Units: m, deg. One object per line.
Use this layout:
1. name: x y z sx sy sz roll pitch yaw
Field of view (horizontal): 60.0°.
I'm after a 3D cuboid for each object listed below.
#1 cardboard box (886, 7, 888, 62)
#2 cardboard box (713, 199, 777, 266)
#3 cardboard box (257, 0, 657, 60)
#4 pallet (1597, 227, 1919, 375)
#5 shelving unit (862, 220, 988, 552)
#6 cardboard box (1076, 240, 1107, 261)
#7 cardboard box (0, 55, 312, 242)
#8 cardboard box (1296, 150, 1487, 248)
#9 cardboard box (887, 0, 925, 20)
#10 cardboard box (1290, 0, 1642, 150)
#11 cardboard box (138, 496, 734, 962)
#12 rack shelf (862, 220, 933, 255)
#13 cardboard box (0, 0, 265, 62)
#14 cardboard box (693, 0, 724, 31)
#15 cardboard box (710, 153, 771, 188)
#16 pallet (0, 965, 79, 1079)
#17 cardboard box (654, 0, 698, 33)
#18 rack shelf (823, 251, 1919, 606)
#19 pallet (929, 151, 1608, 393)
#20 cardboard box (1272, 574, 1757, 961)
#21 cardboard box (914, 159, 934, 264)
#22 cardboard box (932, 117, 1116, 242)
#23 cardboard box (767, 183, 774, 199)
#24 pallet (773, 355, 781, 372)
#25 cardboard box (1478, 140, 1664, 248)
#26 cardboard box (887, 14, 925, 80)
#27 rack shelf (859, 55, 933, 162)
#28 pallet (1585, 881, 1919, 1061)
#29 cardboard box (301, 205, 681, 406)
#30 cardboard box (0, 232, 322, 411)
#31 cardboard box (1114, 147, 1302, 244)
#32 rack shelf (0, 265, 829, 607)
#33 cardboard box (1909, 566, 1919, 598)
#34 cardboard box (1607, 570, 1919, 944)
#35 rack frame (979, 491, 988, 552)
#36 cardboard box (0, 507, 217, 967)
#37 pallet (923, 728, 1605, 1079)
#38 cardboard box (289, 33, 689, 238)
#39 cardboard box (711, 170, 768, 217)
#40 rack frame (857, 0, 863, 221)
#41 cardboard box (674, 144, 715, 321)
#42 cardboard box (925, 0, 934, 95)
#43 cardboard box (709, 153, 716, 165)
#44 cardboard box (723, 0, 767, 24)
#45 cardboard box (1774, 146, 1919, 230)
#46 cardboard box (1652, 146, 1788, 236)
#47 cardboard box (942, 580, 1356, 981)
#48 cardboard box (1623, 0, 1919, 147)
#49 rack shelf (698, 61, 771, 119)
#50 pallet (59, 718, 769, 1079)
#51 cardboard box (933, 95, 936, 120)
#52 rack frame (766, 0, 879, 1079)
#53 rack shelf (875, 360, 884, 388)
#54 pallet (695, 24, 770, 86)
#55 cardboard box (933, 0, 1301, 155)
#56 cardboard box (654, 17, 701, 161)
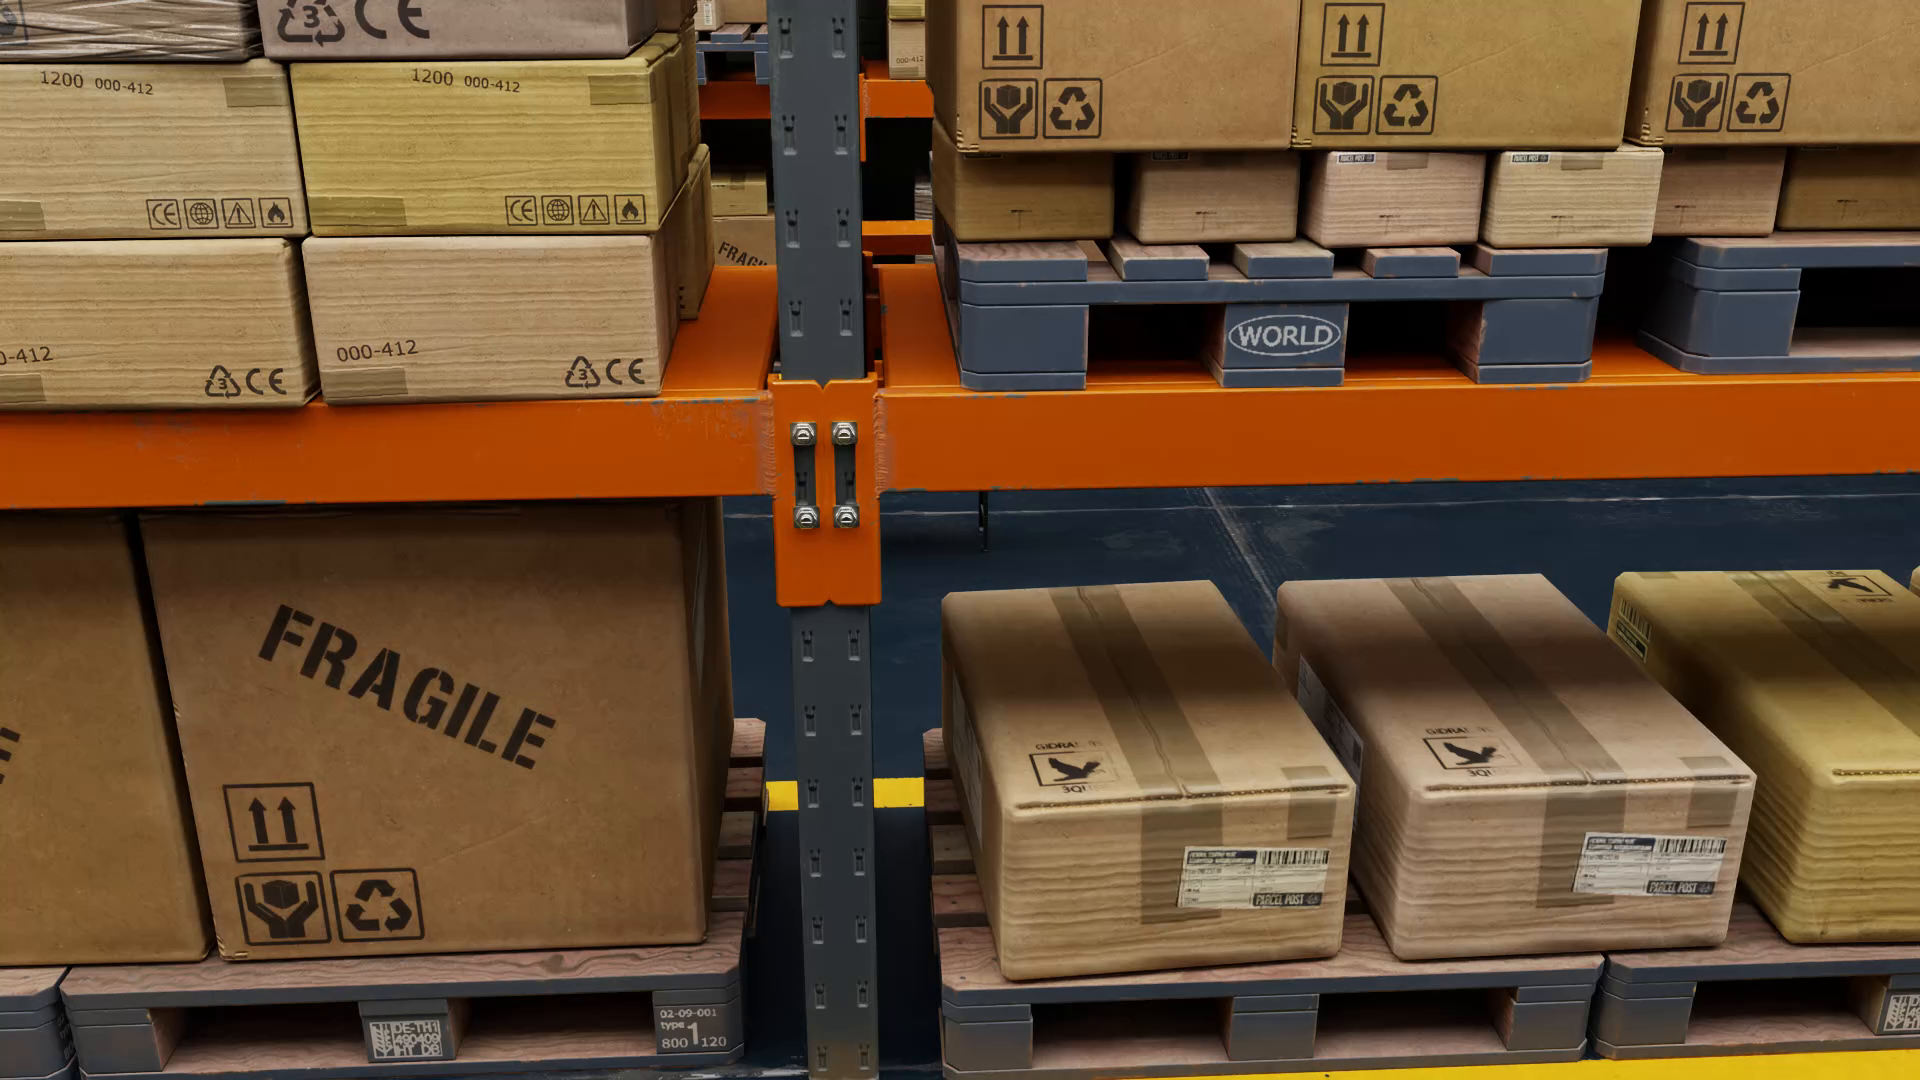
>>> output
1. cardboard box: -0.091 -2.378 7.863 0.500 0.250 0.500 -2 21 -4
2. cardboard box: -0.935 -1.292 7.721 0.500 0.500 0.500 -1 21 -1
3. cardboard box: -0.740 -0.996 2.476 0.500 0.500 0.500 -2 21 -5
4. pallet: 1.736 -0.551 3.121 1.213 0.211 1.003 -1 21 -3
5. shelving unit: -0.165 -0.557 5.399 0.503 1.200 0.258 -1 21 -3
6. cardboard box: 0.750 -1.459 7.984 0.625 0.625 0.875 0 21 -1
7. cardboard box: -1.219 -0.637 2.587 0.500 0.250 0.500 -2 21 -4
8. cardboard box: 0.657 -0.588 2.712 0.250 0.149 0.380 -3 21 -7
9. cardboard box: -0.067 -2.425 7.284 0.500 0.250 0.500 -1 21 -3
10. cardboard box: 0.744 -0.907 2.640 0.500 0.500 0.500 0 21 0
11. cardboard box: -0.933 0.196 3.287 0.875 0.875 0.875 -1 21 -4
12. rack shelf: -0.165 -0.925 5.259 0.480 0.148 0.258 -1 21 -3
13. cardboard box: -1.251 -0.983 2.440 0.500 0.500 0.500 -1 21 -2
14. cardboard box: -1.159 -2.278 7.151 0.250 0.149 0.380 -1 21 -2
15. cardboard box: -1.064 -1.780 8.092 0.250 0.149 0.380 0 21 0
16. pallet: -2.245 0.731 3.405 1.213 0.211 1.003 -1 21 -3
17. cardboard box: -0.745 -1.176 2.949 0.500 0.500 0.500 -2 21 -5
18. rack shelf: 1.758 -0.290 3.178 4.000 0.370 1.077 -1 21 -3
19. pallet: 0.467 -0.548 3.114 1.003 0.211 1.213 -1 21 -3
20. cardboard box: 1.062 0.421 3.403 0.625 0.372 0.950 -2 21 -4
21. cardboard box: 0.098 -1.443 7.942 0.625 0.625 0.875 -1 21 -1
22. cardboard box: 0.097 -0.605 2.757 0.250 0.149 0.380 -2 21 -6
23. cardboard box: -0.962 -1.468 8.183 0.500 0.500 0.500 0 21 -1
24. pallet: -1.273 -1.044 8.066 1.213 0.211 1.003 -1 21 -3
25. cardboard box: 0.932 -0.586 2.707 0.250 0.149 0.380 -1 21 -3
26. cardboard box: -0.069 -2.201 7.396 0.500 0.250 0.500 -1 21 -3
27. rack shelf: 1.471 -2.053 7.809 4.000 0.370 1.077 -1 21 -3
28. pallet: 1.757 0.679 3.542 1.213 0.211 1.003 -1 21 -3
29. cardboard box: -0.728 -0.413 2.700 0.500 0.250 0.500 -2 21 -5
30. cardboard box: -1.238 -0.397 2.658 0.500 0.250 0.500 -1 21 -2
31. cardboard box: 0.381 -0.599 2.740 0.250 0.149 0.380 -2 21 -6
32. rack shelf: -2.235 -0.209 2.964 4.000 0.370 1.077 -1 21 -3
33. cardboard box: 2.514 0.392 3.477 0.625 0.372 0.950 0 21 0
34. cardboard box: 1.820 0.407 3.439 0.625 0.372 0.950 0 21 -1
35. rack frame: 0.078 -0.562 5.412 0.015 1.200 0.240 -1 21 -3
36. cardboard box: -1.823 0.212 3.243 0.875 0.875 0.875 -1 21 -2
37. pallet: 0.542 0.702 3.479 1.213 0.211 1.003 -1 21 -3
38. cardboard box: -0.707 -0.649 2.618 0.500 0.250 0.500 -1 21 -3
39. cardboard box: -1.004 -1.580 7.566 0.250 0.149 0.380 -2 21 -6
40. rack frame: -0.525 -2.349 7.574 0.127 3.000 1.000 -1 21 -3
41. cardboard box: -0.741 -0.595 3.178 0.500 0.250 0.500 -2 21 -4
42. cardboard box: 0.200 -1.075 3.081 0.500 0.500 0.500 -2 21 -5
43. cardboard box: -1.331 -1.784 8.102 0.250 0.149 0.380 -1 21 -1
44. cardboard box: -1.048 -2.637 7.600 0.500 0.500 0.500 0 21 -1
45. cardboard box: 1.448 -0.638 2.845 0.250 0.149 0.380 0 21 -1
46. cardboard box: 1.169 -0.619 2.793 0.250 0.149 0.380 0 21 0
47. cardboard box: 0.326 0.438 3.357 0.625 0.372 0.950 -3 21 -7
48. cardboard box: 1.274 -0.921 2.674 0.500 0.500 0.500 -1 21 -2
49. rack shelf: -2.522 -1.972 7.595 4.000 0.370 1.077 -1 21 -3
50. pallet: -1.030 0.707 3.467 1.213 0.211 1.003 -1 21 -3
51. cardboard box: 0.075 -0.755 3.150 0.250 0.149 0.380 0 21 -1
52. rack frame: -0.238 -0.585 2.943 0.127 3.000 1.000 -1 21 -3
53. rack shelf: -0.165 -0.494 5.423 0.480 0.148 0.258 -1 21 -3
54. pallet: -1.198 -2.220 7.506 1.003 0.211 1.213 -1 21 -3
55. cardboard box: 0.224 -0.894 2.605 0.500 0.500 0.500 -2 21 -5
56. cardboard box: -0.758 -0.826 3.084 0.500 0.250 0.500 -1 21 -3
